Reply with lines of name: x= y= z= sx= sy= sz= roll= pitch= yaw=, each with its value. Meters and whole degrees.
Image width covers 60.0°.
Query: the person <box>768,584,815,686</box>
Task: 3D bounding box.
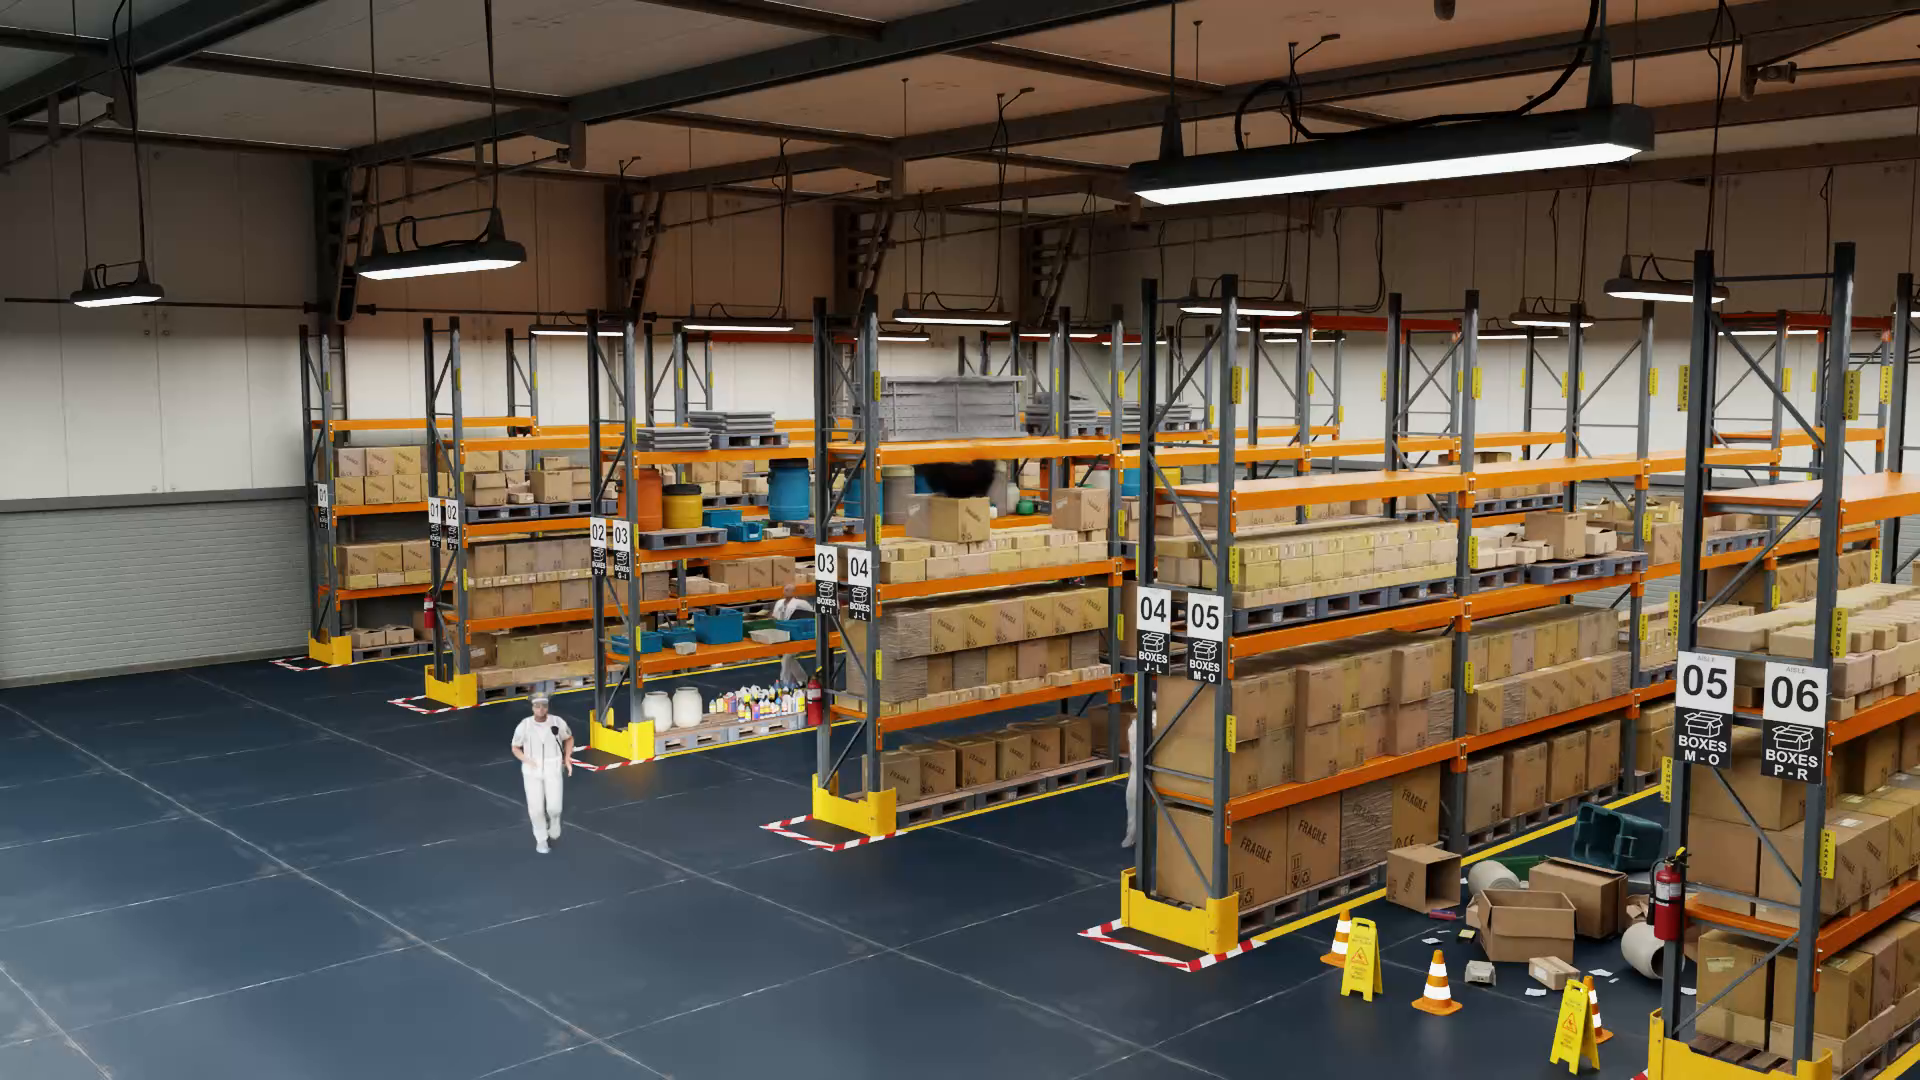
person: x=-2.717 y=1.601 z=26.398 sx=0.696 sy=1.828 sz=0.876 roll=5 pitch=7 yaw=39

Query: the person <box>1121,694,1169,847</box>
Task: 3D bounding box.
person: x=2.113 y=2.511 z=18.264 sx=0.578 sy=1.729 sz=0.768 roll=5 pitch=8 yaw=43

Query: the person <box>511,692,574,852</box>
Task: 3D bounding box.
person: x=-4.485 y=2.496 z=17.914 sx=0.658 sy=1.743 sz=0.583 roll=-2 pitch=6 yaw=-15
